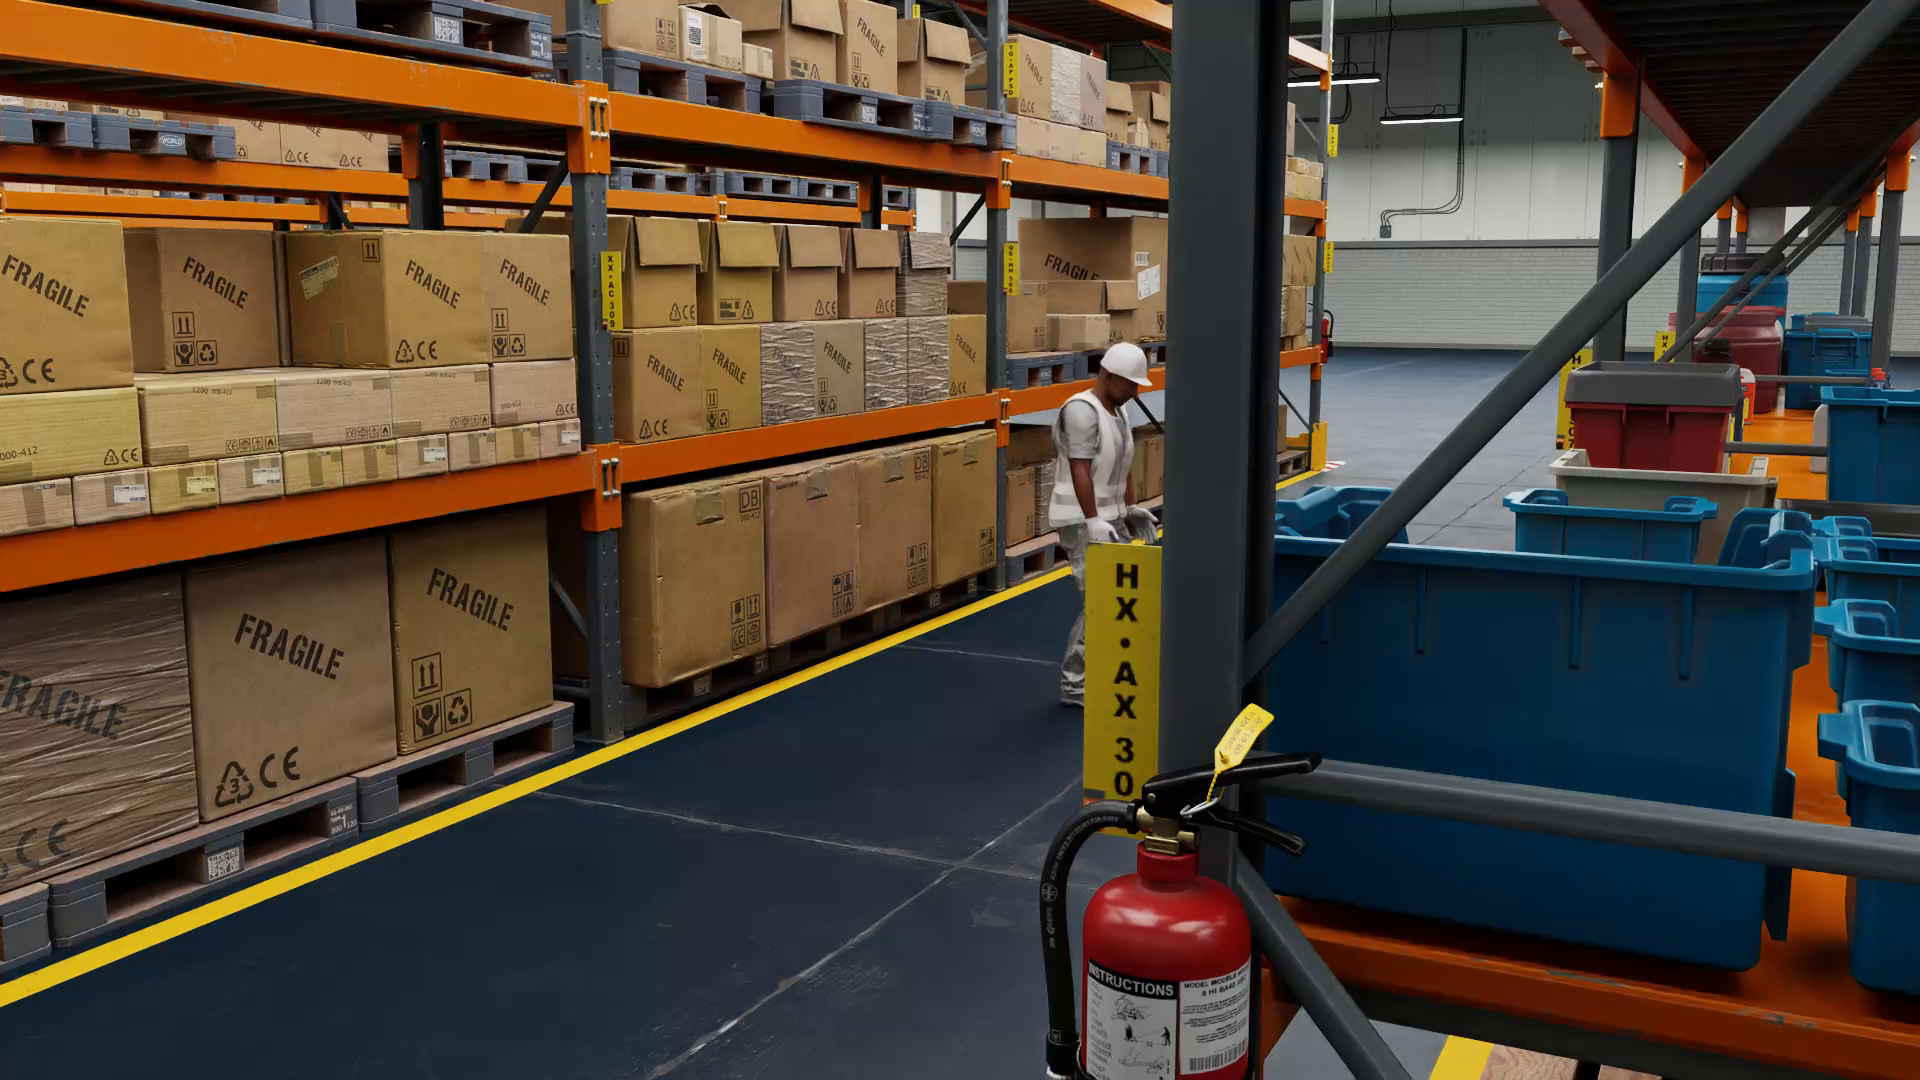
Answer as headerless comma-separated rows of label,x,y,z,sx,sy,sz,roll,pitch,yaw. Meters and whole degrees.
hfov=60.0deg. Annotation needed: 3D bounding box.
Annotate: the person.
person,0.685,-0.078,7.971,0.458,1.732,0.573,5,10,27
